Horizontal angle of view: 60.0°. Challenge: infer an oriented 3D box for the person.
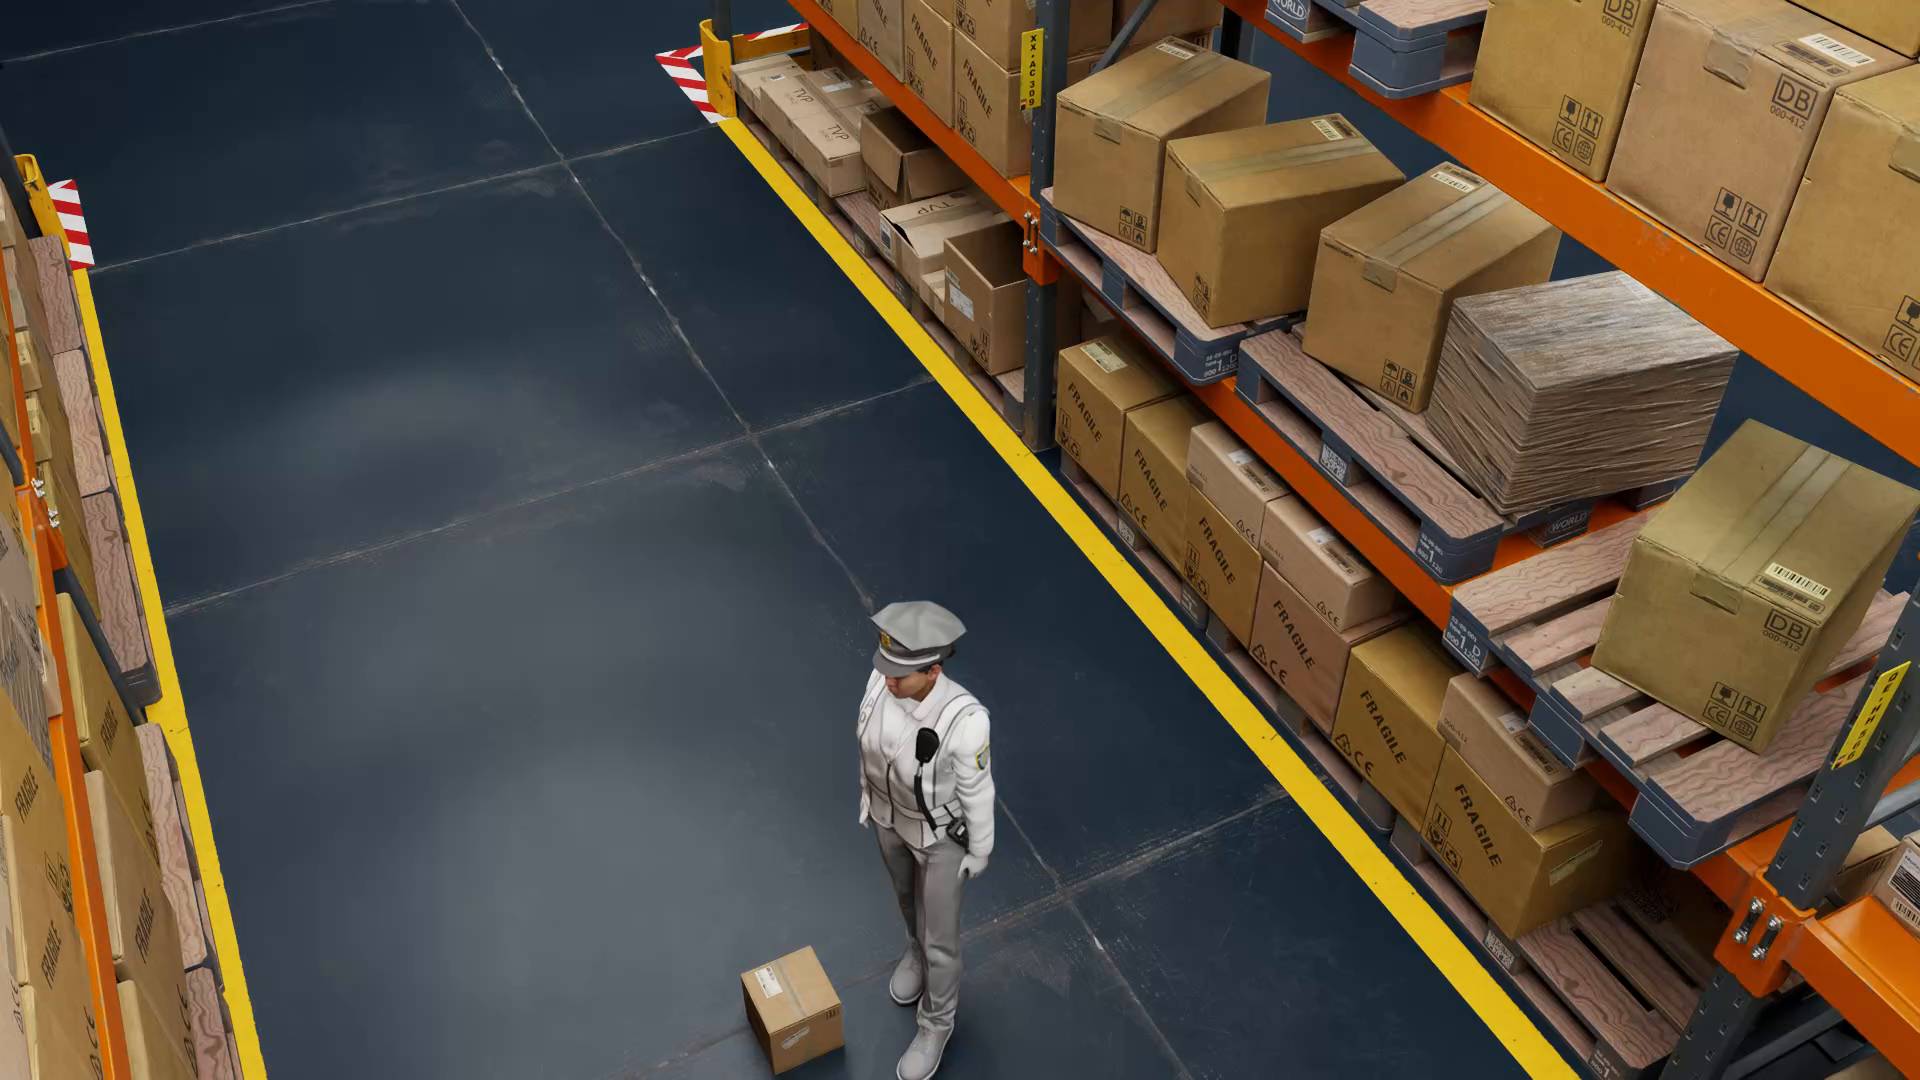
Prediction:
[{"bbox_3d":[-0.176,0.926,5.091,0.530,1.686,0.528,29,49,29],"label":"person"}]
